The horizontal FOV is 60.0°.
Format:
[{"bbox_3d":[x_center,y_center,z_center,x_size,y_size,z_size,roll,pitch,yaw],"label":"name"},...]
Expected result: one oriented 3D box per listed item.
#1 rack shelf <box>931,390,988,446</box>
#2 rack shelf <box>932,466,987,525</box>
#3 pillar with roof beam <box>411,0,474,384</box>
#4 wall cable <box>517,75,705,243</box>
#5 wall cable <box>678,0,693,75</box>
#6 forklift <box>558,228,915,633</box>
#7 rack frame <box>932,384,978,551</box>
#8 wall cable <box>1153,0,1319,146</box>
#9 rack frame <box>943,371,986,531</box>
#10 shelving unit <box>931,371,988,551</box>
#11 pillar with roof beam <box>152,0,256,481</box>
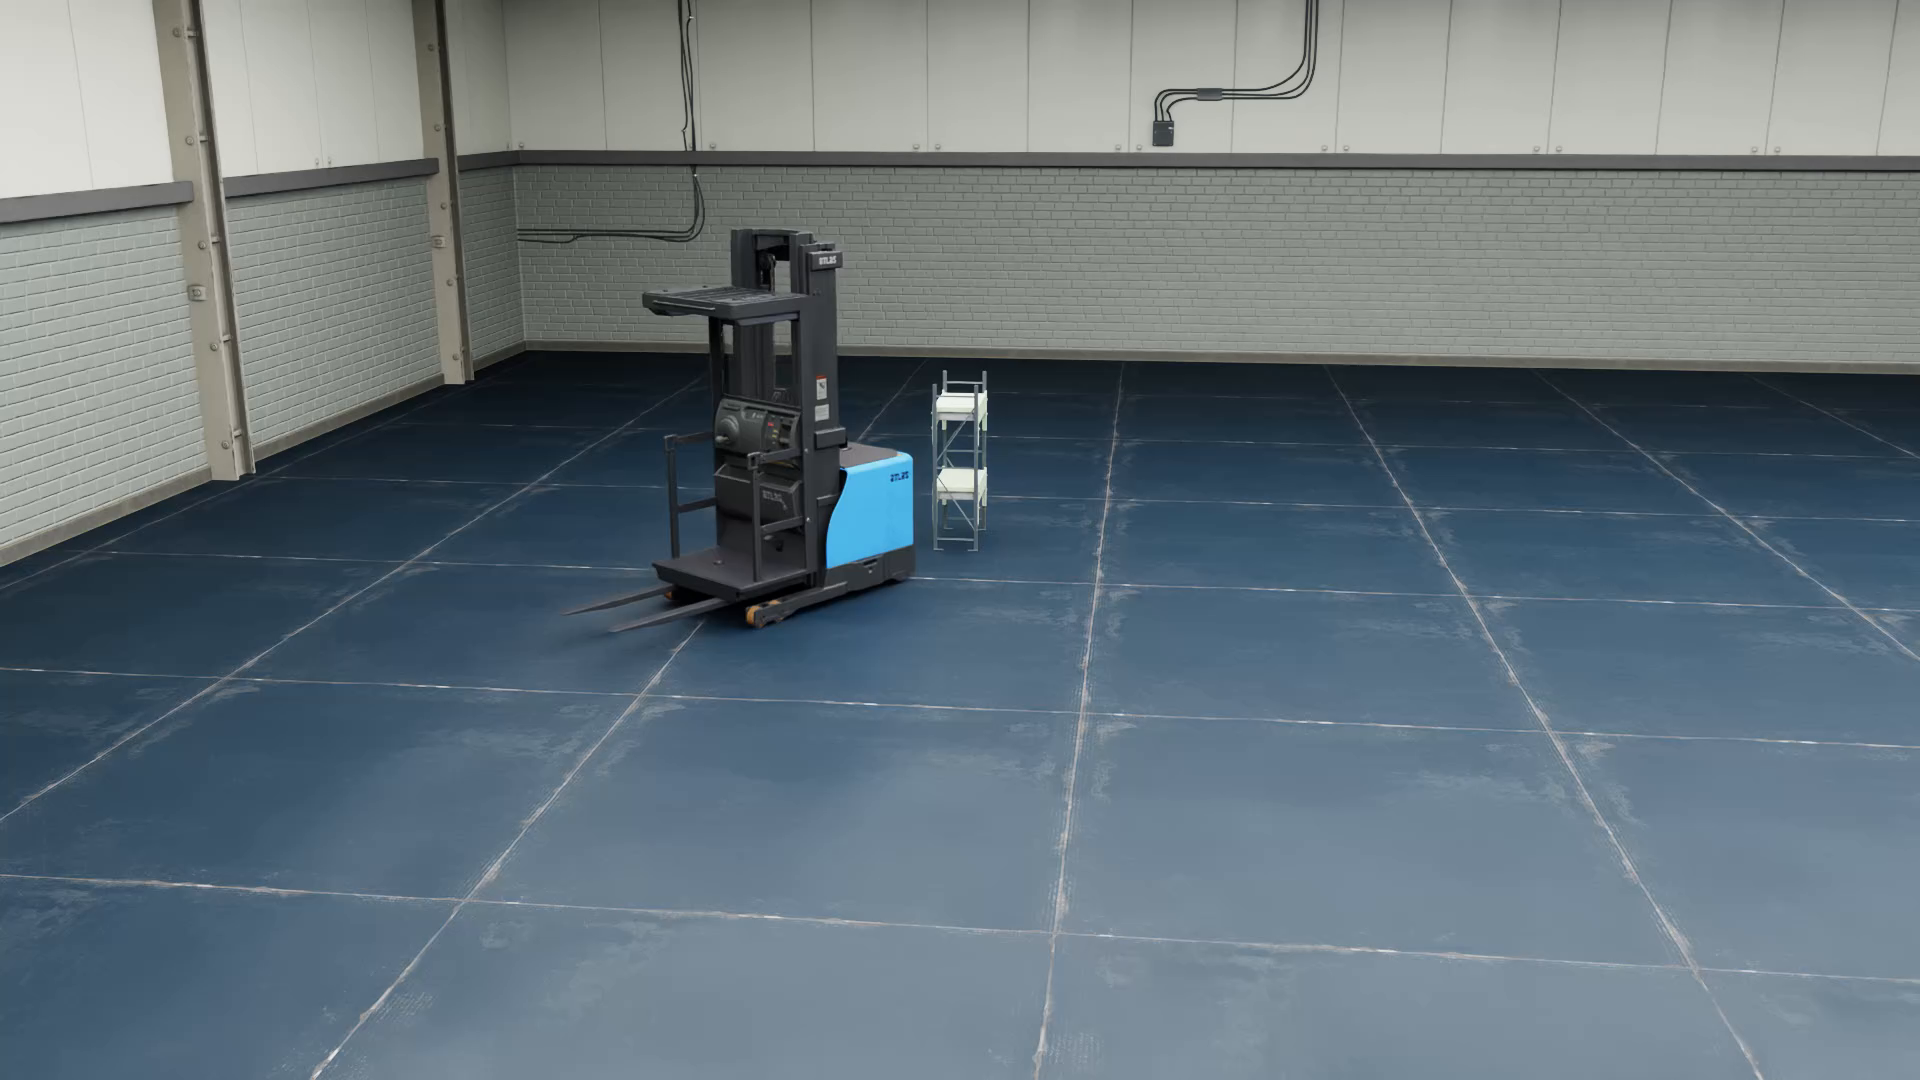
[{"bbox_3d":[0.001,-1.102,14.959,0.431,0.370,0.720,2,15,6],"label":"rack shelf"},{"bbox_3d":[0.001,-0.411,15.146,0.431,0.370,0.720,2,15,6],"label":"rack shelf"},{"bbox_3d":[-2.822,-6.458,21.895,9.100,9.000,0.400,2,15,6],"label":"pillar with roof beam"},{"bbox_3d":[-5.454,-5.811,25.451,3.097,2.526,0.112,2,15,6],"label":"wall cable"},{"bbox_3d":[-2.766,-8.170,24.497,3.097,2.526,0.112,2,15,6],"label":"wall cable"},{"bbox_3d":[-1.737,-0.890,12.928,1.130,2.935,3.031,13,20,40],"label":"forklift"},{"bbox_3d":[-0.041,-0.631,14.710,0.400,1.500,0.023,2,15,6],"label":"rack frame"},{"bbox_3d":[3.977,-8.668,23.552,2.305,6.003,0.169,2,15,6],"label":"wall cable"},{"bbox_3d":[0.042,-0.821,15.412,0.400,1.500,0.023,2,15,6],"label":"rack frame"},{"bbox_3d":[0.001,-0.726,15.061,0.431,1.500,0.755,2,15,6],"label":"shelving unit"},{"bbox_3d":[-3.499,-4.902,16.140,9.100,9.000,0.400,2,15,6],"label":"pillar with roof beam"}]
